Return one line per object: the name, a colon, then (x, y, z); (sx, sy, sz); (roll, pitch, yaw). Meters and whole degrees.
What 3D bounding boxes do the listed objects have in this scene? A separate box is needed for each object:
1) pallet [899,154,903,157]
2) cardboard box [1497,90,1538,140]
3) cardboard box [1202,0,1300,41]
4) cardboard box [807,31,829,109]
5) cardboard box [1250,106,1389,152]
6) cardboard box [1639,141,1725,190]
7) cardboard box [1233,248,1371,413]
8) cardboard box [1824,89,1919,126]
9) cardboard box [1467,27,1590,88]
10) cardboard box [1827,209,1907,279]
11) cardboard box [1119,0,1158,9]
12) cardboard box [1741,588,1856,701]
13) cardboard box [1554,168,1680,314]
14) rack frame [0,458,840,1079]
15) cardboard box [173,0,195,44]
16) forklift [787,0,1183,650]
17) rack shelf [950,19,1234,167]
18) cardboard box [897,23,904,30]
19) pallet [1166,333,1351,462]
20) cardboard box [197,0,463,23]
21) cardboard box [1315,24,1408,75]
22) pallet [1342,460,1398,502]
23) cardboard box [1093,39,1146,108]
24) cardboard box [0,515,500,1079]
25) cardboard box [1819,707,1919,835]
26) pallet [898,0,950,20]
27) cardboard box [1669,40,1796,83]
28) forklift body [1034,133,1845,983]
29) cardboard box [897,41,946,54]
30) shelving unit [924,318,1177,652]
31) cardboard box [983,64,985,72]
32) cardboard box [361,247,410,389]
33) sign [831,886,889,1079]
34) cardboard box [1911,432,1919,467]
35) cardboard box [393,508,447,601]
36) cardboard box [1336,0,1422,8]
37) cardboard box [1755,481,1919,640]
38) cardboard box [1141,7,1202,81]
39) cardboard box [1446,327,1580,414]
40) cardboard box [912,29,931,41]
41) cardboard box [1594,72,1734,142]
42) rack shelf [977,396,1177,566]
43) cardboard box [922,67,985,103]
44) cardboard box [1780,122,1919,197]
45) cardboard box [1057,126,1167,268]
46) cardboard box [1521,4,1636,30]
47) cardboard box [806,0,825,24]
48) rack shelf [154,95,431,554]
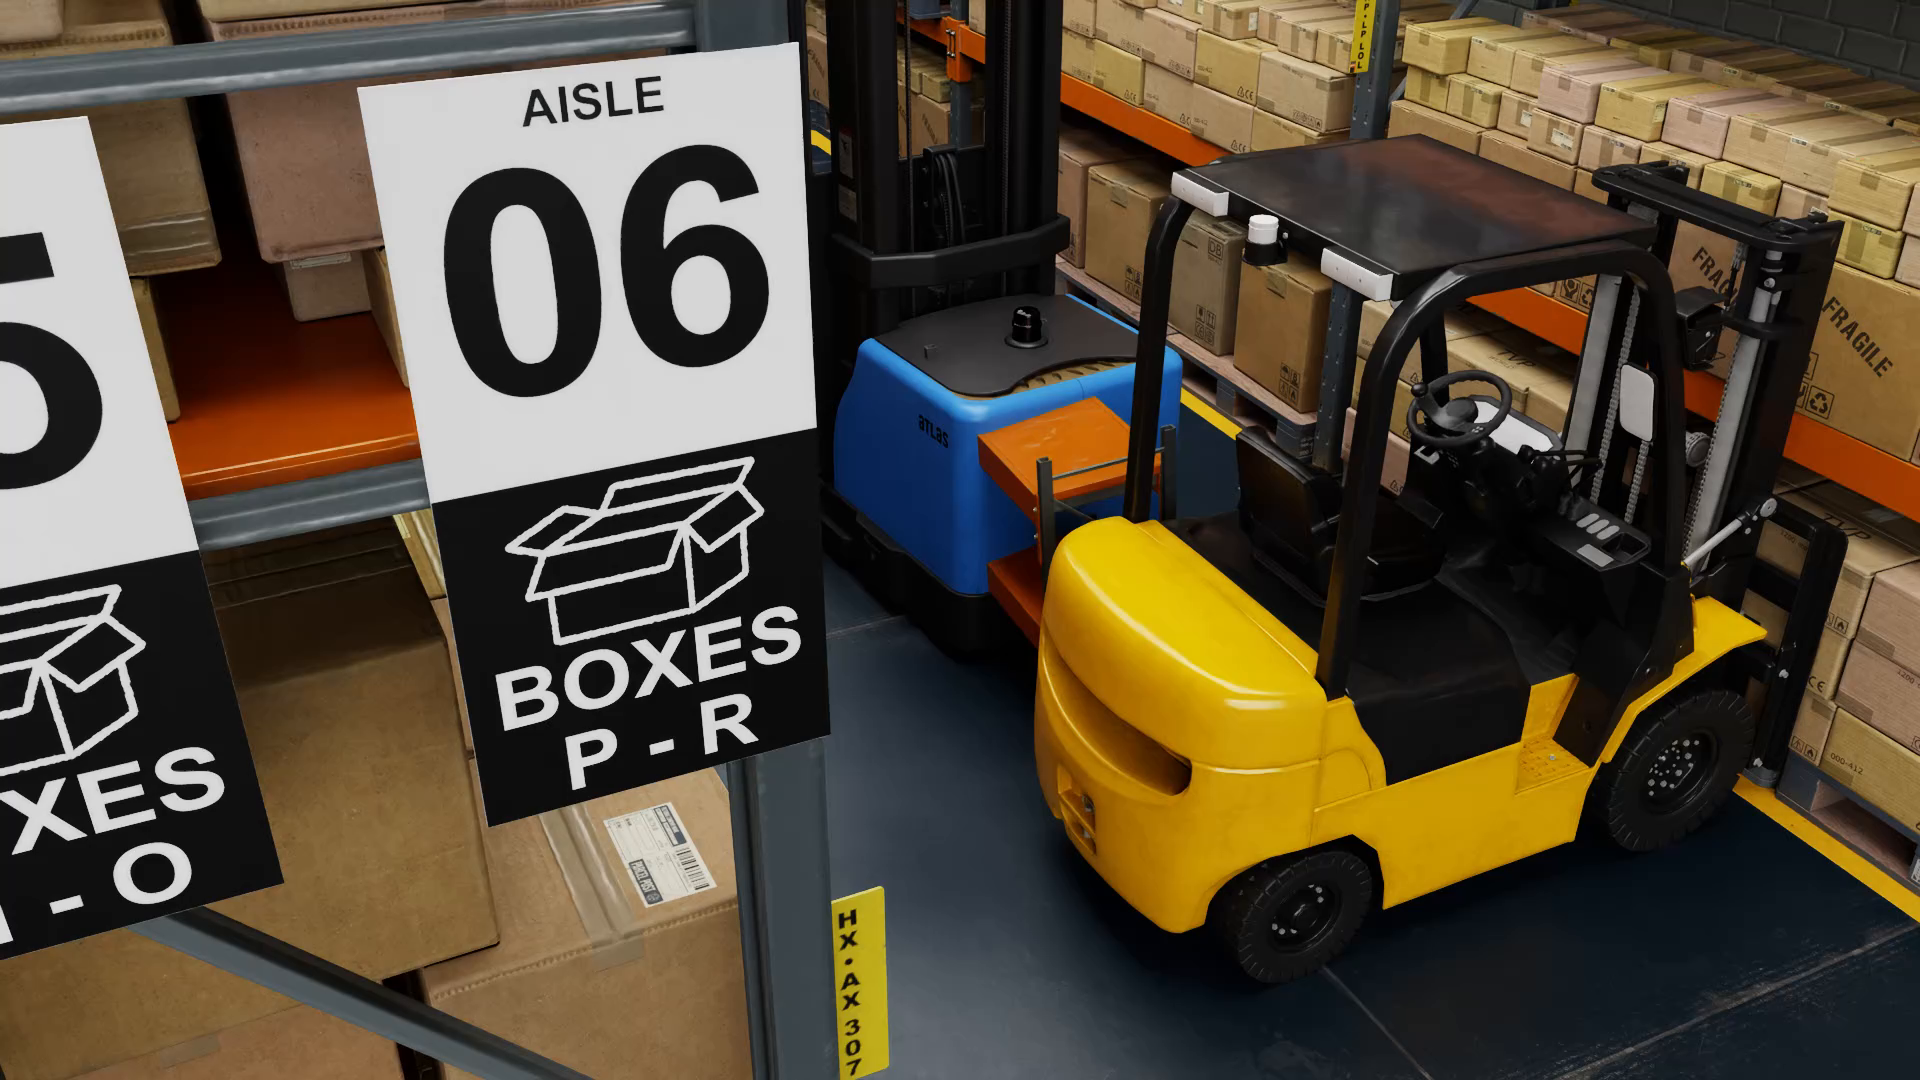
pallet: (0.126, -2.605, 11.680); (1.003, 0.211, 1.213); (-13, 32, -22)
cardboard box: (2.278, -1.624, 6.313); (0.380, 0.149, 0.250); (-13, 32, -22)
cardboard box: (1.365, -2.465, 7.814); (0.380, 0.149, 0.250); (-14, 32, -24)
cardboard box: (-0.853, -3.628, 12.779); (0.500, 0.500, 0.500); (-14, 32, -23)
cardboard box: (1.677, -1.819, 7.580); (0.500, 0.250, 0.500); (-12, 32, -21)
cardboard box: (2.552, -1.275, 5.692); (0.380, 0.149, 0.250); (-14, 32, -24)
cardboard box: (1.895, -1.092, 8.129); (0.875, 0.625, 0.625); (-12, 31, -20)
cardboard box: (3.140, -1.404, 5.618); (0.380, 0.149, 0.250); (-12, 31, -21)
cardboard box: (2.208, -1.877, 6.460); (0.380, 0.149, 0.250); (-13, 32, -21)
cardboard box: (2.872, -0.932, 5.080); (0.380, 0.149, 0.250); (-13, 32, -22)
cardboard box: (1.023, -2.806, 8.422); (0.380, 0.149, 0.250); (-14, 32, -23)
cardboard box: (2.909, 0.252, 5.605); (0.500, 0.250, 0.500); (-14, 32, -23)
cardboard box: (2.541, -1.059, 5.970); (0.500, 0.500, 0.500); (-13, 32, -22)
rack frame: (-0.635, 1.094, 2.232); (1.000, 3.000, 0.127); (-13, 32, -22)
cardboard box: (-1.062, -1.004, 2.756); (0.500, 0.250, 0.500); (-12, 31, -21)
forklift: (-0.326, -1.541, 7.001); (1.130, 2.935, 3.031); (-17, 33, -27)
rack shelf: (1.271, -2.286, 8.996); (1.077, 0.370, 4.000); (-13, 32, -22)
cardboard box: (-0.632, -3.735, 12.307); (0.380, 0.149, 0.250); (-13, 32, -22)
pallet: (1.778, -0.817, 8.492); (1.003, 0.211, 1.213); (-13, 32, -22)
cardboard box: (-0.603, -0.652, 1.721); (0.380, 0.149, 0.250); (-13, 32, -22)
cardboard box: (1.782, -2.147, 7.247); (0.380, 0.149, 0.250); (-12, 31, -20)
pallet: (2.433, -0.140, 7.284); (1.003, 0.211, 1.213); (-13, 32, -22)
cardboard box: (1.042, -2.492, 8.780); (0.500, 0.250, 0.500); (-12, 31, -20)
cardboard box: (-1.051, 0.305, 2.210); (0.700, 0.500, 0.500); (-14, 32, -23)
cardboard box: (3.154, 0.704, 5.310); (0.500, 0.250, 0.500); (-13, 32, -22)
pallet: (0.058, -3.684, 10.950); (1.213, 0.211, 1.003); (-13, 32, -22)
cardboard box: (2.899, -1.764, 6.260); (0.380, 0.149, 0.250); (-14, 32, -23)
forklift body: (1.385, -0.034, 5.111); (2.313, 2.155, 1.214); (-13, 32, -22)
cardboard box: (-0.319, -3.390, 11.692); (0.380, 0.149, 0.250); (-12, 31, -21)
shelving unit: (0.331, -0.071, 6.185); (0.538, 1.125, 1.048); (-15, 33, -17)
cardboard box: (0.380, -3.278, 11.492); (0.380, 0.149, 0.250); (-12, 31, -20)
cardboard box: (-0.484, -0.319, 1.942); (0.380, 0.149, 0.250); (-13, 32, -22)
sign: (-0.145, 0.603, 2.223); (0.100, 0.325, 0.005); (-13, 32, -22)
cardboard box: (3.184, -0.387, 4.770); (0.500, 0.500, 0.500); (-12, 31, -20)
cardboard box: (-1.033, 0.201, 3.419); (0.500, 0.500, 0.500); (-14, 32, -23)
cardboard box: (1.998, -2.483, 7.846); (0.380, 0.149, 0.250); (-13, 32, -22)
cardboard box: (2.917, 0.047, 5.458); (0.500, 0.250, 0.500); (-13, 32, -21)
cardboard box: (1.246, -2.485, 8.257); (0.500, 0.250, 0.500); (-12, 32, -21)
cardboard box: (2.264, -0.629, 6.664); (0.500, 0.250, 0.500); (-13, 32, -22)
cardboard box: (-0.134, -3.715, 12.271); (0.380, 0.149, 0.250); (-13, 32, -22)
cardboard box: (2.463, -1.518, 5.821); (0.380, 0.149, 0.250); (-14, 32, -23)
rack shelf: (0.311, -0.321, 6.035); (0.538, 0.278, 1.000); (-15, 33, -17)
cardboard box: (-0.029, -3.024, 11.039); (0.380, 0.149, 0.250); (-15, 32, -24)
cardboard box: (2.839, -1.196, 5.247); (0.380, 0.149, 0.250); (-13, 32, -21)
cardboard box: (0.955, -2.065, 9.865); (0.875, 0.625, 0.625); (-12, 31, -20)
cardboard box: (2.539, -2.095, 6.850); (0.380, 0.149, 0.250); (-13, 32, -22)
cardboard box: (-1.082, -4.195, 13.127); (0.380, 0.149, 0.250); (-15, 33, -25)
rack shelf: (-1.494, -0.784, 3.249); (1.077, 0.370, 4.000); (-13, 32, -22)
